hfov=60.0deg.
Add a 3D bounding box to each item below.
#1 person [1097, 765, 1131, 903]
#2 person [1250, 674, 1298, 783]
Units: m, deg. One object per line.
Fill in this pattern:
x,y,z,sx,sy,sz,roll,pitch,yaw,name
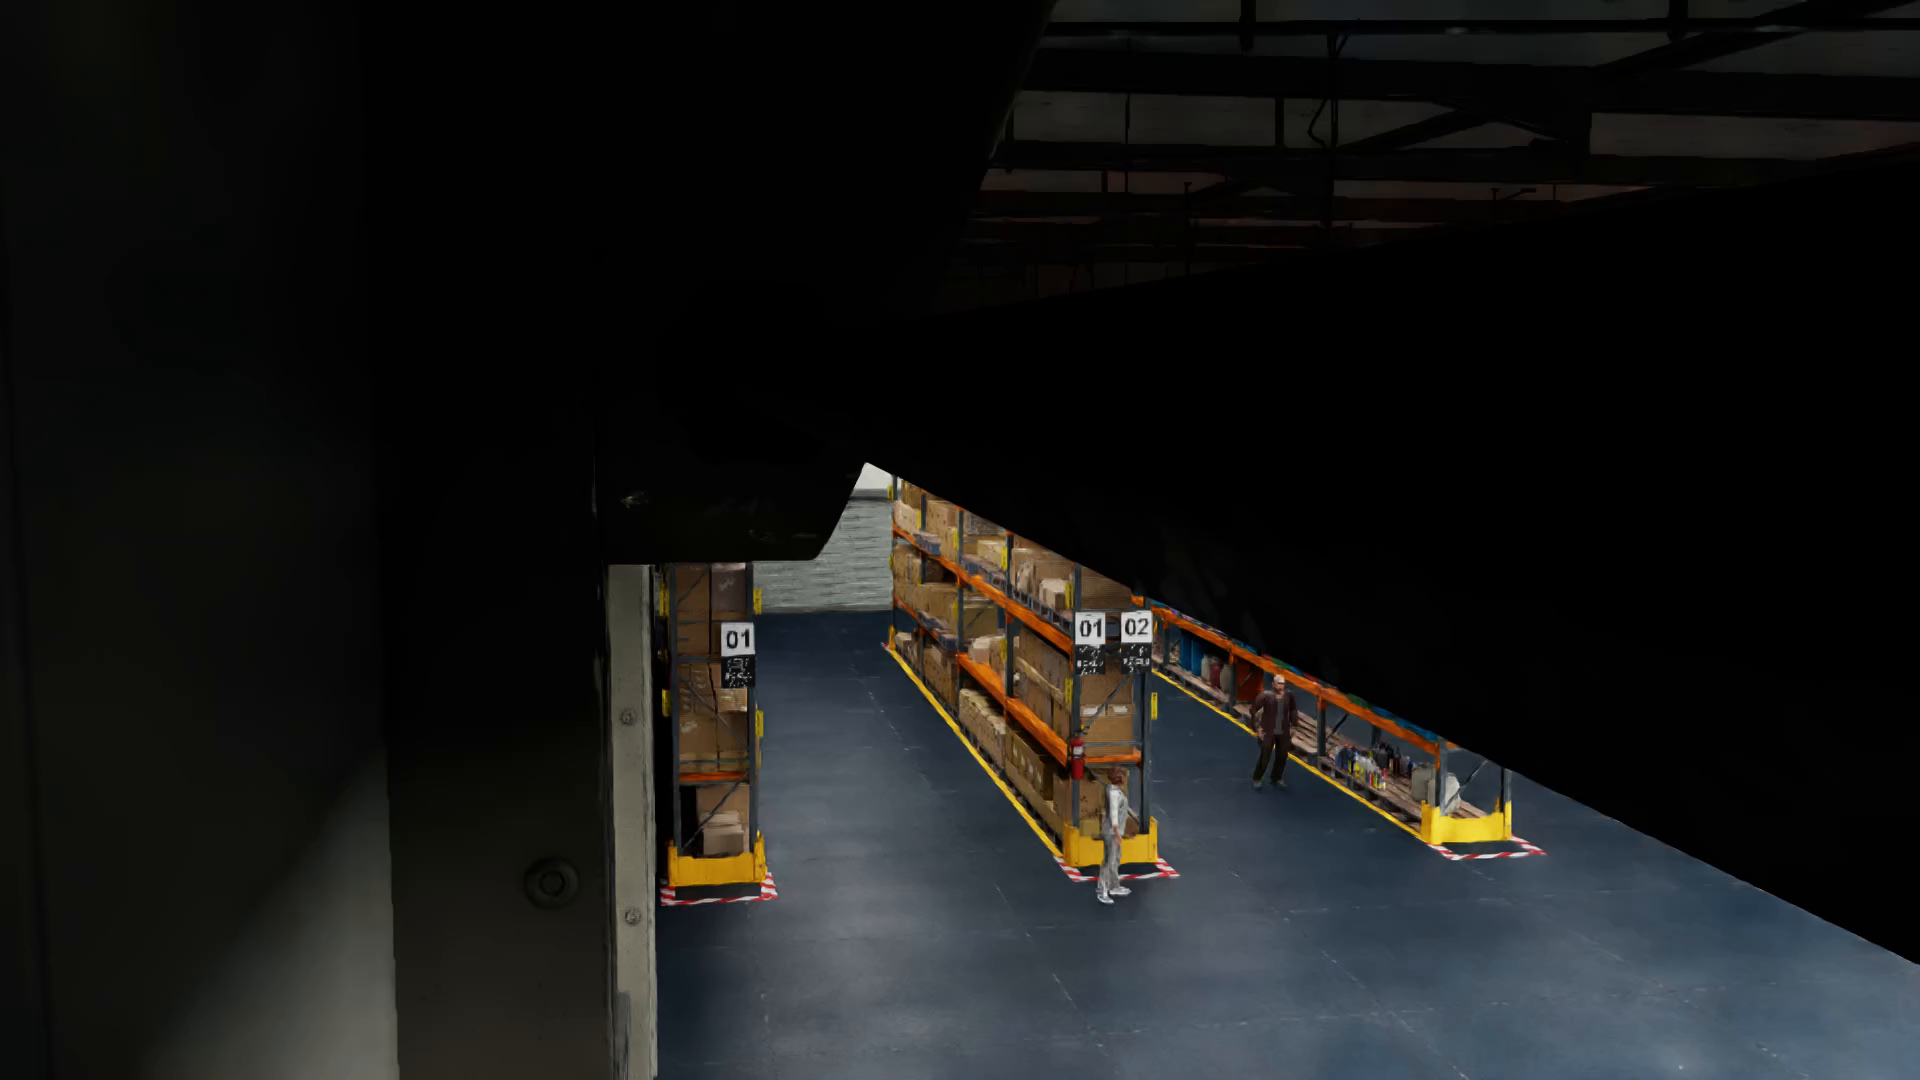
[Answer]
1.806,3.424,19.494,0.383,1.600,0.507,1,6,9,person
4.636,2.790,24.611,0.724,1.680,0.538,-1,6,-12,person
